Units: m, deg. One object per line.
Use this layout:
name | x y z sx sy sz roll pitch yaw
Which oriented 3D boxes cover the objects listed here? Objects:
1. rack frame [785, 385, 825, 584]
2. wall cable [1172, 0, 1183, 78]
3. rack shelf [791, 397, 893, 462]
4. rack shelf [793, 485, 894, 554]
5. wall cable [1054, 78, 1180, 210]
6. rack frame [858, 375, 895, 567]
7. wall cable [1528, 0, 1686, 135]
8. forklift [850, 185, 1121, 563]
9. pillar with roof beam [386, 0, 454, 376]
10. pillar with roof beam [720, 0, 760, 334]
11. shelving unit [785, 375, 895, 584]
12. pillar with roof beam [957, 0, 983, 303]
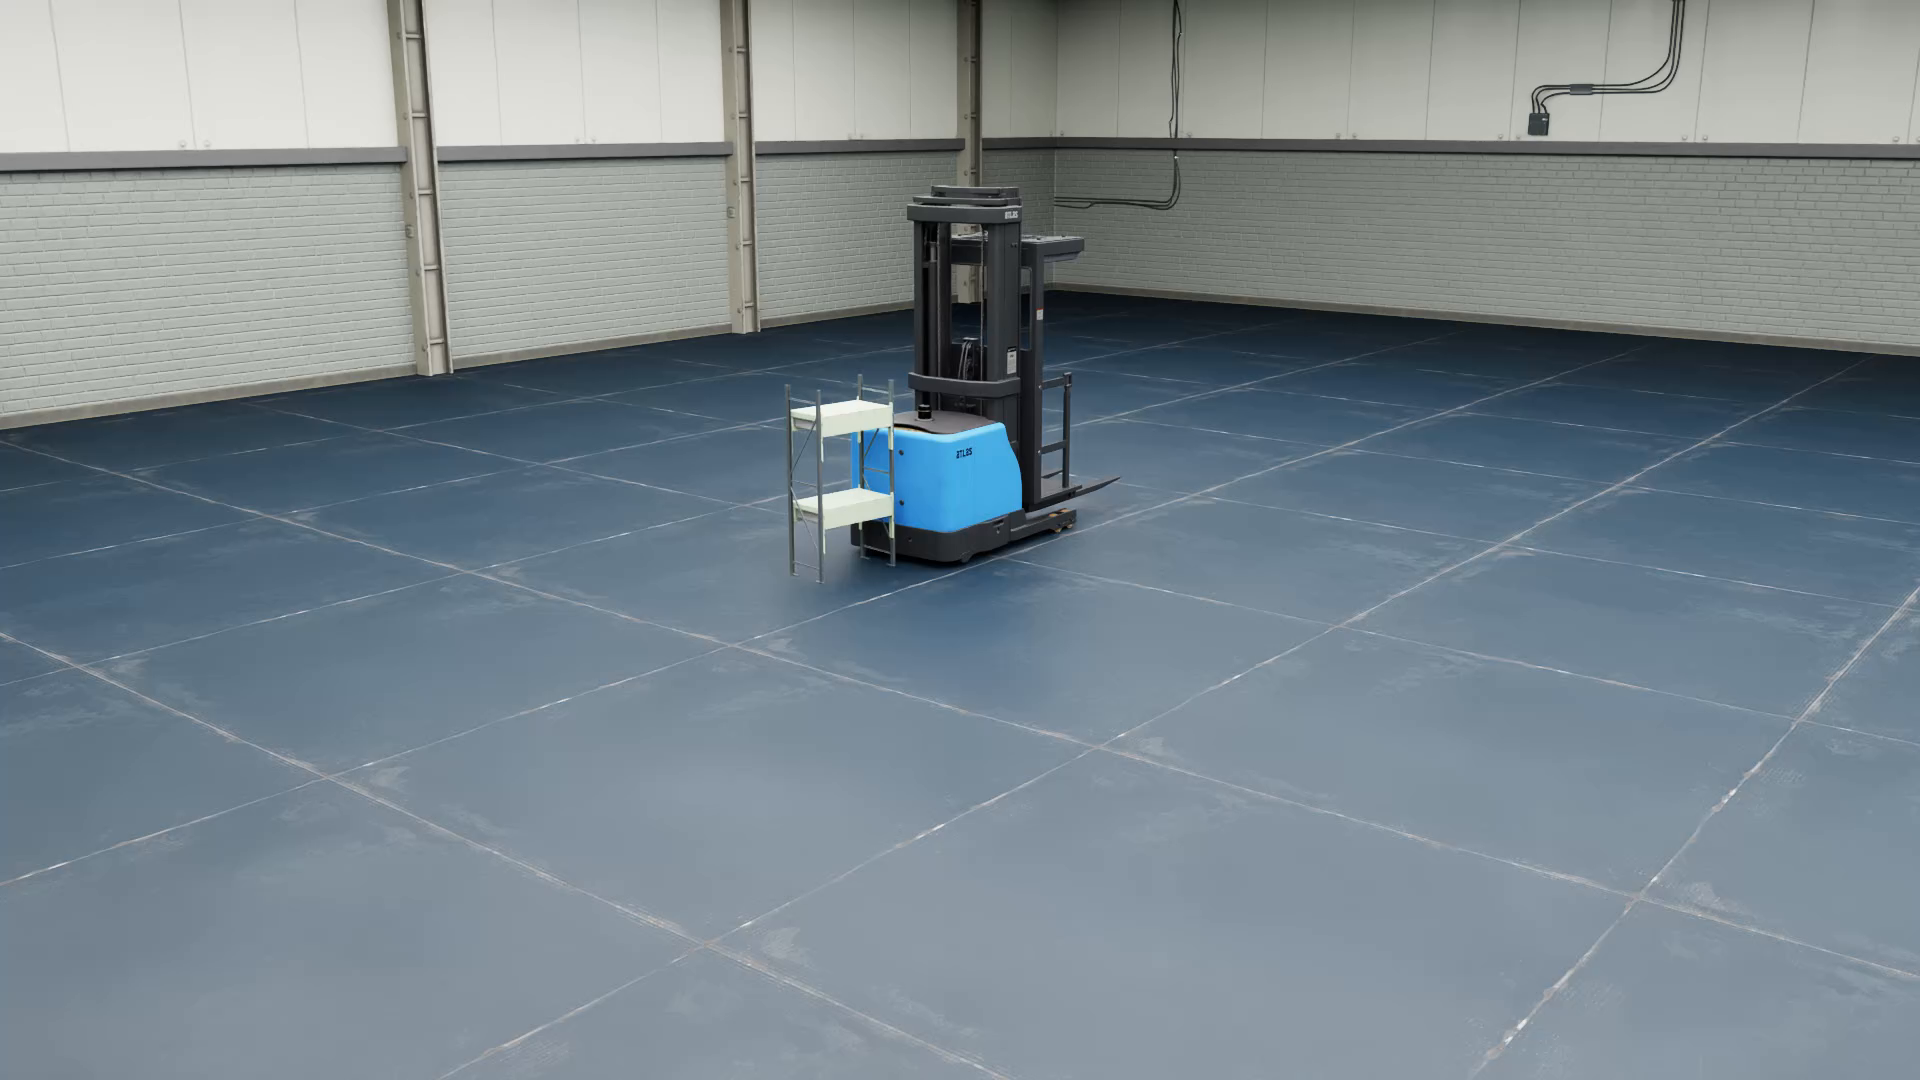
rack frame | -1.190 -0.424 12.747 0.023 1.500 0.400 -13 19 -42
wall cable | 5.165 -9.880 30.788 3.097 2.526 0.112 11 18 38
rack shelf | -0.926 -0.865 12.897 0.720 0.370 0.431 -13 19 -42
rack shelf | -0.926 -0.171 13.074 0.720 0.370 0.431 -13 19 -42
wall cable | 3.061 -7.851 33.058 3.097 2.526 0.112 11 18 38
rack frame | -0.663 -0.550 13.240 0.023 1.500 0.400 -13 19 -42
wall cable | 10.435 -9.532 26.462 2.305 6.003 0.169 11 18 38
forklift | 0.363 -1.546 14.255 1.130 2.935 3.031 10 17 34
pillar with roof beam | -4.013 -6.032 19.592 9.100 9.000 0.400 11 18 38
pillar with roof beam | -0.242 -7.181 24.115 9.100 9.000 0.400 11 18 38
shelving unit | -0.926 -0.487 12.994 0.755 1.500 0.431 -13 19 -42
pillar with roof beam | 3.529 -8.330 28.638 9.100 9.000 0.400 11 18 38
